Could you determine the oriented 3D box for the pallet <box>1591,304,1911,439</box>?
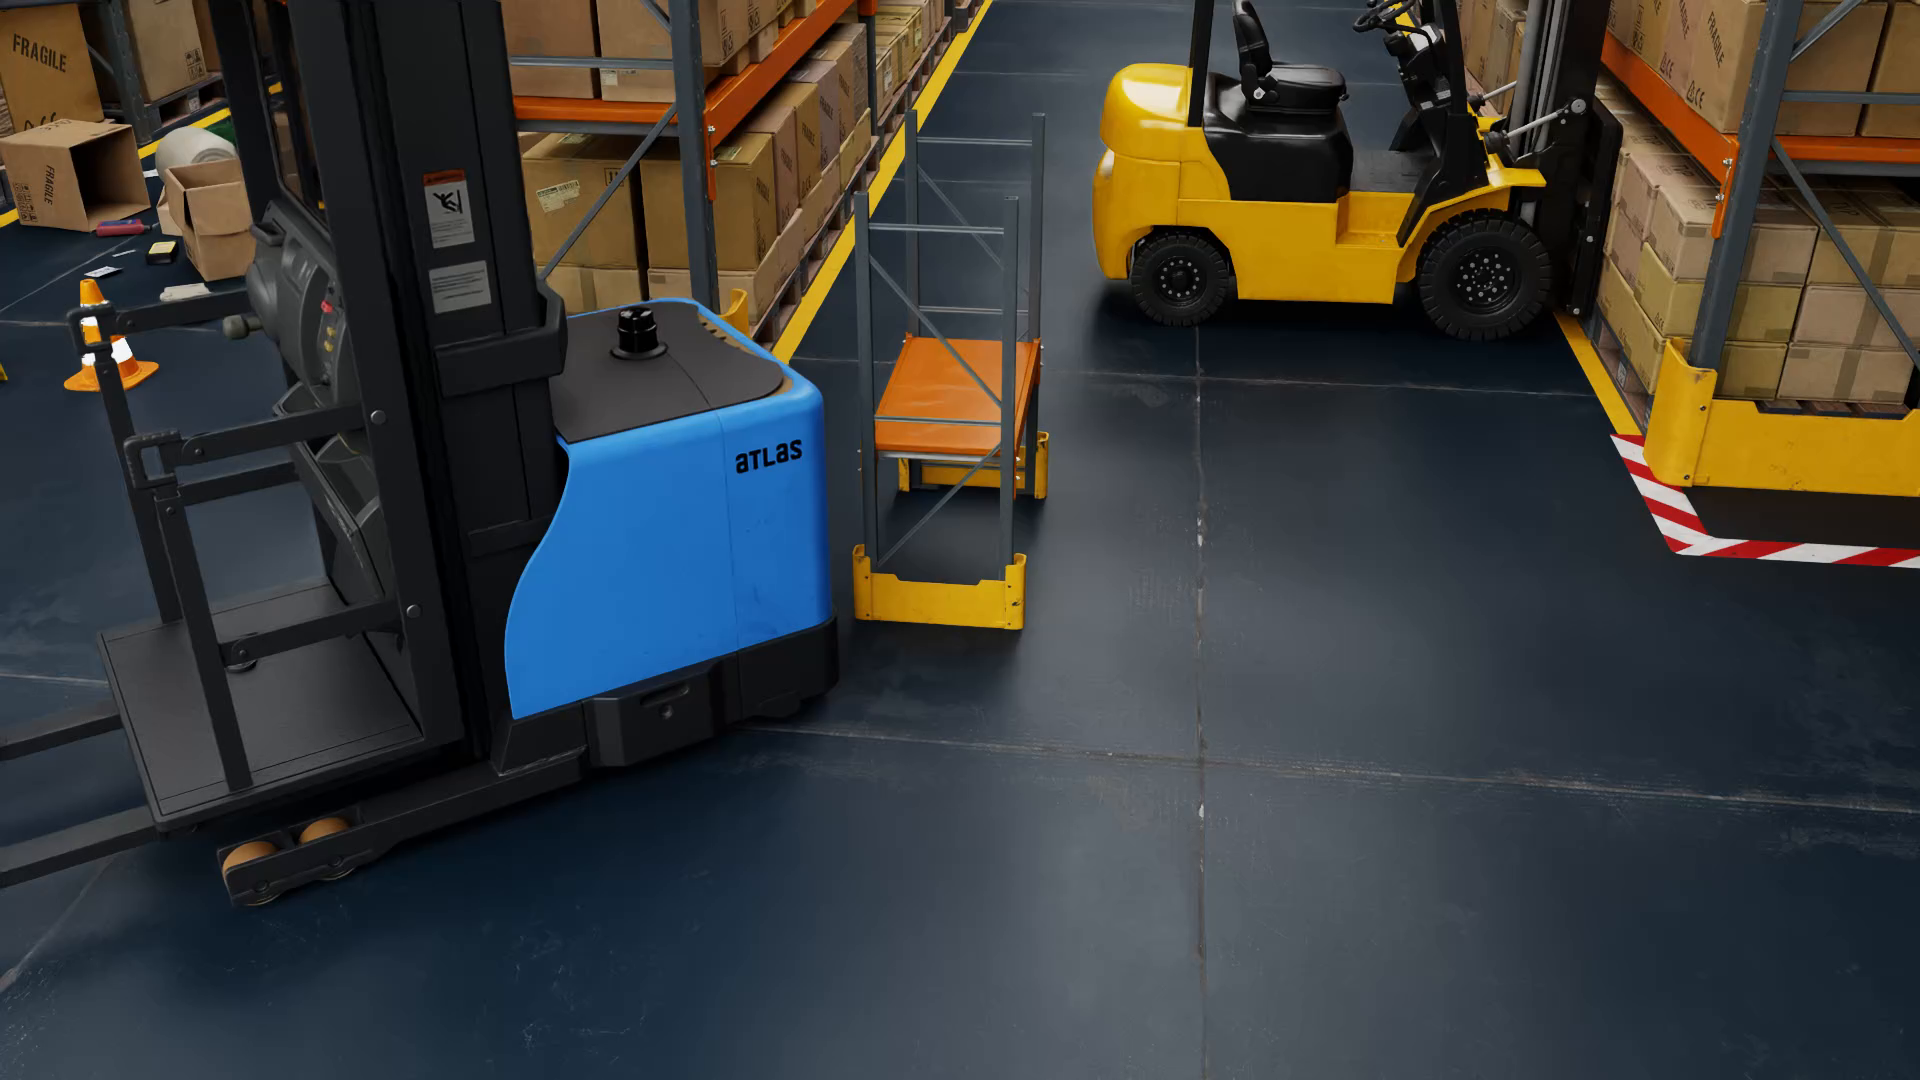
[{"bbox_3d":[3.457,-0.734,7.391,1.003,0.211,1.213,3,28,6],"label":"pallet"}]

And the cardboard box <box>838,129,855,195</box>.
[{"bbox_3d":[-0.893,-2.198,9.624,0.500,0.250,0.500,3,28,5],"label":"cardboard box"}]

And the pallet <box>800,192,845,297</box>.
[{"bbox_3d":[-1.226,-1.647,9.085,1.003,0.211,1.213,3,28,6],"label":"pallet"}]

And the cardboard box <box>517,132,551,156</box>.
[{"bbox_3d":[-2.514,-2.245,9.887,0.500,0.500,0.500,-24,36,-37],"label":"cardboard box"}]

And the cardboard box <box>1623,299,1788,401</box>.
[{"bbox_3d":[3.149,-0.814,7.054,0.500,0.250,0.500,4,29,7],"label":"cardboard box"}]

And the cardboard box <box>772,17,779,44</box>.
[{"bbox_3d":[-1.070,-2.404,7.814,0.380,0.149,0.250,4,29,8],"label":"cardboard box"}]

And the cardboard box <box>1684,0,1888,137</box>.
[{"bbox_3d":[3.204,-1.891,6.491,0.500,0.500,0.500,3,28,5],"label":"cardboard box"}]

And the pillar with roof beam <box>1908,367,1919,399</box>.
[{"bbox_3d":[0.112,-4.766,5.609,9.100,9.000,0.400,3,28,6],"label":"pillar with roof beam"}]

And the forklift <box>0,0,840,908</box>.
[{"bbox_3d":[-1.904,-0.602,4.277,3.031,2.935,1.130,-17,32,-28],"label":"forklift"}]

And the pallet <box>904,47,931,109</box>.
[{"bbox_3d":[-0.791,-3.484,12.494,1.003,0.211,1.213,3,28,6],"label":"pallet"}]

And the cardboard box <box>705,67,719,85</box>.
[{"bbox_3d":[-1.258,-2.043,7.145,0.380,0.149,0.250,4,29,7],"label":"cardboard box"}]

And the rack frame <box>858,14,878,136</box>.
[{"bbox_3d":[-1.032,-3.769,10.084,1.000,3.000,0.127,3,28,6],"label":"rack frame"}]

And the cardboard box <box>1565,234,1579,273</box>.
[{"bbox_3d":[3.331,-1.528,8.380,0.500,0.250,0.500,4,29,8],"label":"cardboard box"}]

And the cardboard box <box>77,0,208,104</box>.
[{"bbox_3d":[-5.970,-3.501,11.515,1.050,0.750,0.750,3,28,6],"label":"cardboard box"}]

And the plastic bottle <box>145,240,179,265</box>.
[{"bbox_3d":[-4.375,-1.588,9.133,0.133,0.061,0.283,-6,29,-11],"label":"plastic bottle"}]

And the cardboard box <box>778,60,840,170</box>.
[{"bbox_3d":[-0.960,-2.300,9.022,0.500,0.500,0.500,5,29,9],"label":"cardboard box"}]

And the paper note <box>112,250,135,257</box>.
[{"bbox_3d":[-4.614,-1.583,9.177,0.032,0.001,0.123,20,34,32],"label":"paper note"}]

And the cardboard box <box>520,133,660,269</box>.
[{"bbox_3d":[-1.683,-1.583,7.692,0.500,0.500,0.500,4,29,7],"label":"cardboard box"}]

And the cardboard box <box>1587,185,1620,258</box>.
[{"bbox_3d":[3.269,-1.521,7.840,0.500,0.250,0.500,3,28,5],"label":"cardboard box"}]

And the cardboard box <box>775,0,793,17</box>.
[{"bbox_3d":[-1.067,-2.752,7.777,0.500,0.500,0.500,3,28,5],"label":"cardboard box"}]

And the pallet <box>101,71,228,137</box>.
[{"bbox_3d":[-5.937,-3.149,11.873,1.003,0.211,1.213,3,28,6],"label":"pallet"}]

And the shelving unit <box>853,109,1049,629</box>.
[{"bbox_3d":[-0.009,-0.624,5.828,0.587,1.500,1.083,3,28,6],"label":"shelving unit"}]

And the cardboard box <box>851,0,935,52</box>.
[{"bbox_3d":[-0.703,-4.067,12.964,0.950,0.372,0.625,3,28,5],"label":"cardboard box"}]

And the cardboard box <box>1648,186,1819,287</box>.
[{"bbox_3d":[3.152,-1.249,6.808,0.500,0.250,0.500,4,29,8],"label":"cardboard box"}]

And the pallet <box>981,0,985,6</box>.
[{"bbox_3d":[-0.219,-5.364,15.984,1.003,0.211,1.213,3,28,6],"label":"pallet"}]

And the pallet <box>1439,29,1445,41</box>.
[{"bbox_3d":[4.245,-3.752,12.993,1.003,0.211,1.213,3,28,6],"label":"pallet"}]

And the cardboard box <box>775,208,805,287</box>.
[{"bbox_3d":[-1.079,-1.464,8.261,0.500,0.250,0.500,4,29,8],"label":"cardboard box"}]

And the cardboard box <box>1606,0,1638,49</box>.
[{"bbox_3d":[3.390,-2.613,7.832,0.500,0.500,0.500,4,29,7],"label":"cardboard box"}]

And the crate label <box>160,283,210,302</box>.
[{"bbox_3d":[-3.858,-1.182,8.299,0.250,0.136,0.298,-11,30,-20],"label":"crate label"}]

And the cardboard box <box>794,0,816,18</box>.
[{"bbox_3d":[-0.947,-2.769,8.492,0.380,0.149,0.250,4,29,7],"label":"cardboard box"}]

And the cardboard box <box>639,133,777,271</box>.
[{"bbox_3d":[-1.147,-1.566,7.659,0.500,0.500,0.500,2,28,4],"label":"cardboard box"}]

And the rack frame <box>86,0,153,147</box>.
[{"bbox_3d":[-5.957,-4.009,10.529,1.000,3.000,0.127,3,28,6],"label":"rack frame"}]

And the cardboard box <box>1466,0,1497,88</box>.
[{"bbox_3d":[4.140,-3.587,11.807,0.875,0.625,0.625,2,28,4],"label":"cardboard box"}]

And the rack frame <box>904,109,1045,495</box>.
[{"bbox_3d":[0.052,-0.859,6.264,0.500,1.500,0.032,3,28,6],"label":"rack frame"}]

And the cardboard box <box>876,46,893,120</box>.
[{"bbox_3d":[-0.970,-3.044,11.066,0.950,0.372,0.625,4,29,7],"label":"cardboard box"}]

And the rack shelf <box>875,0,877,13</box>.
[{"bbox_3d":[-0.787,-4.394,12.002,1.077,0.370,4.000,3,28,6],"label":"rack shelf"}]

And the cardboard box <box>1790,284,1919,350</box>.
[{"bbox_3d":[3.668,-1.003,6.879,0.500,0.250,0.500,4,29,7],"label":"cardboard box"}]

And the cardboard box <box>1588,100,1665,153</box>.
[{"bbox_3d":[3.330,-1.966,8.139,0.500,0.250,0.500,3,28,5],"label":"cardboard box"}]

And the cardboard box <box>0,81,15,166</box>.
[{"bbox_3d":[-6.210,-2.542,9.604,0.875,0.875,0.875,4,29,7],"label":"cardboard box"}]

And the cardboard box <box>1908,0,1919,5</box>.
[{"bbox_3d":[3.704,-2.074,6.147,0.380,0.149,0.250,3,28,5],"label":"cardboard box"}]

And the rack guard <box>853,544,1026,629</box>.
[{"bbox_3d":[-0.070,0.160,5.689,0.587,0.250,0.087,3,28,6],"label":"rack guard"}]

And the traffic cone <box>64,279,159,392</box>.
[{"bbox_3d":[-3.893,-0.951,7.528,0.336,0.463,0.334,3,28,6],"label":"traffic cone"}]
